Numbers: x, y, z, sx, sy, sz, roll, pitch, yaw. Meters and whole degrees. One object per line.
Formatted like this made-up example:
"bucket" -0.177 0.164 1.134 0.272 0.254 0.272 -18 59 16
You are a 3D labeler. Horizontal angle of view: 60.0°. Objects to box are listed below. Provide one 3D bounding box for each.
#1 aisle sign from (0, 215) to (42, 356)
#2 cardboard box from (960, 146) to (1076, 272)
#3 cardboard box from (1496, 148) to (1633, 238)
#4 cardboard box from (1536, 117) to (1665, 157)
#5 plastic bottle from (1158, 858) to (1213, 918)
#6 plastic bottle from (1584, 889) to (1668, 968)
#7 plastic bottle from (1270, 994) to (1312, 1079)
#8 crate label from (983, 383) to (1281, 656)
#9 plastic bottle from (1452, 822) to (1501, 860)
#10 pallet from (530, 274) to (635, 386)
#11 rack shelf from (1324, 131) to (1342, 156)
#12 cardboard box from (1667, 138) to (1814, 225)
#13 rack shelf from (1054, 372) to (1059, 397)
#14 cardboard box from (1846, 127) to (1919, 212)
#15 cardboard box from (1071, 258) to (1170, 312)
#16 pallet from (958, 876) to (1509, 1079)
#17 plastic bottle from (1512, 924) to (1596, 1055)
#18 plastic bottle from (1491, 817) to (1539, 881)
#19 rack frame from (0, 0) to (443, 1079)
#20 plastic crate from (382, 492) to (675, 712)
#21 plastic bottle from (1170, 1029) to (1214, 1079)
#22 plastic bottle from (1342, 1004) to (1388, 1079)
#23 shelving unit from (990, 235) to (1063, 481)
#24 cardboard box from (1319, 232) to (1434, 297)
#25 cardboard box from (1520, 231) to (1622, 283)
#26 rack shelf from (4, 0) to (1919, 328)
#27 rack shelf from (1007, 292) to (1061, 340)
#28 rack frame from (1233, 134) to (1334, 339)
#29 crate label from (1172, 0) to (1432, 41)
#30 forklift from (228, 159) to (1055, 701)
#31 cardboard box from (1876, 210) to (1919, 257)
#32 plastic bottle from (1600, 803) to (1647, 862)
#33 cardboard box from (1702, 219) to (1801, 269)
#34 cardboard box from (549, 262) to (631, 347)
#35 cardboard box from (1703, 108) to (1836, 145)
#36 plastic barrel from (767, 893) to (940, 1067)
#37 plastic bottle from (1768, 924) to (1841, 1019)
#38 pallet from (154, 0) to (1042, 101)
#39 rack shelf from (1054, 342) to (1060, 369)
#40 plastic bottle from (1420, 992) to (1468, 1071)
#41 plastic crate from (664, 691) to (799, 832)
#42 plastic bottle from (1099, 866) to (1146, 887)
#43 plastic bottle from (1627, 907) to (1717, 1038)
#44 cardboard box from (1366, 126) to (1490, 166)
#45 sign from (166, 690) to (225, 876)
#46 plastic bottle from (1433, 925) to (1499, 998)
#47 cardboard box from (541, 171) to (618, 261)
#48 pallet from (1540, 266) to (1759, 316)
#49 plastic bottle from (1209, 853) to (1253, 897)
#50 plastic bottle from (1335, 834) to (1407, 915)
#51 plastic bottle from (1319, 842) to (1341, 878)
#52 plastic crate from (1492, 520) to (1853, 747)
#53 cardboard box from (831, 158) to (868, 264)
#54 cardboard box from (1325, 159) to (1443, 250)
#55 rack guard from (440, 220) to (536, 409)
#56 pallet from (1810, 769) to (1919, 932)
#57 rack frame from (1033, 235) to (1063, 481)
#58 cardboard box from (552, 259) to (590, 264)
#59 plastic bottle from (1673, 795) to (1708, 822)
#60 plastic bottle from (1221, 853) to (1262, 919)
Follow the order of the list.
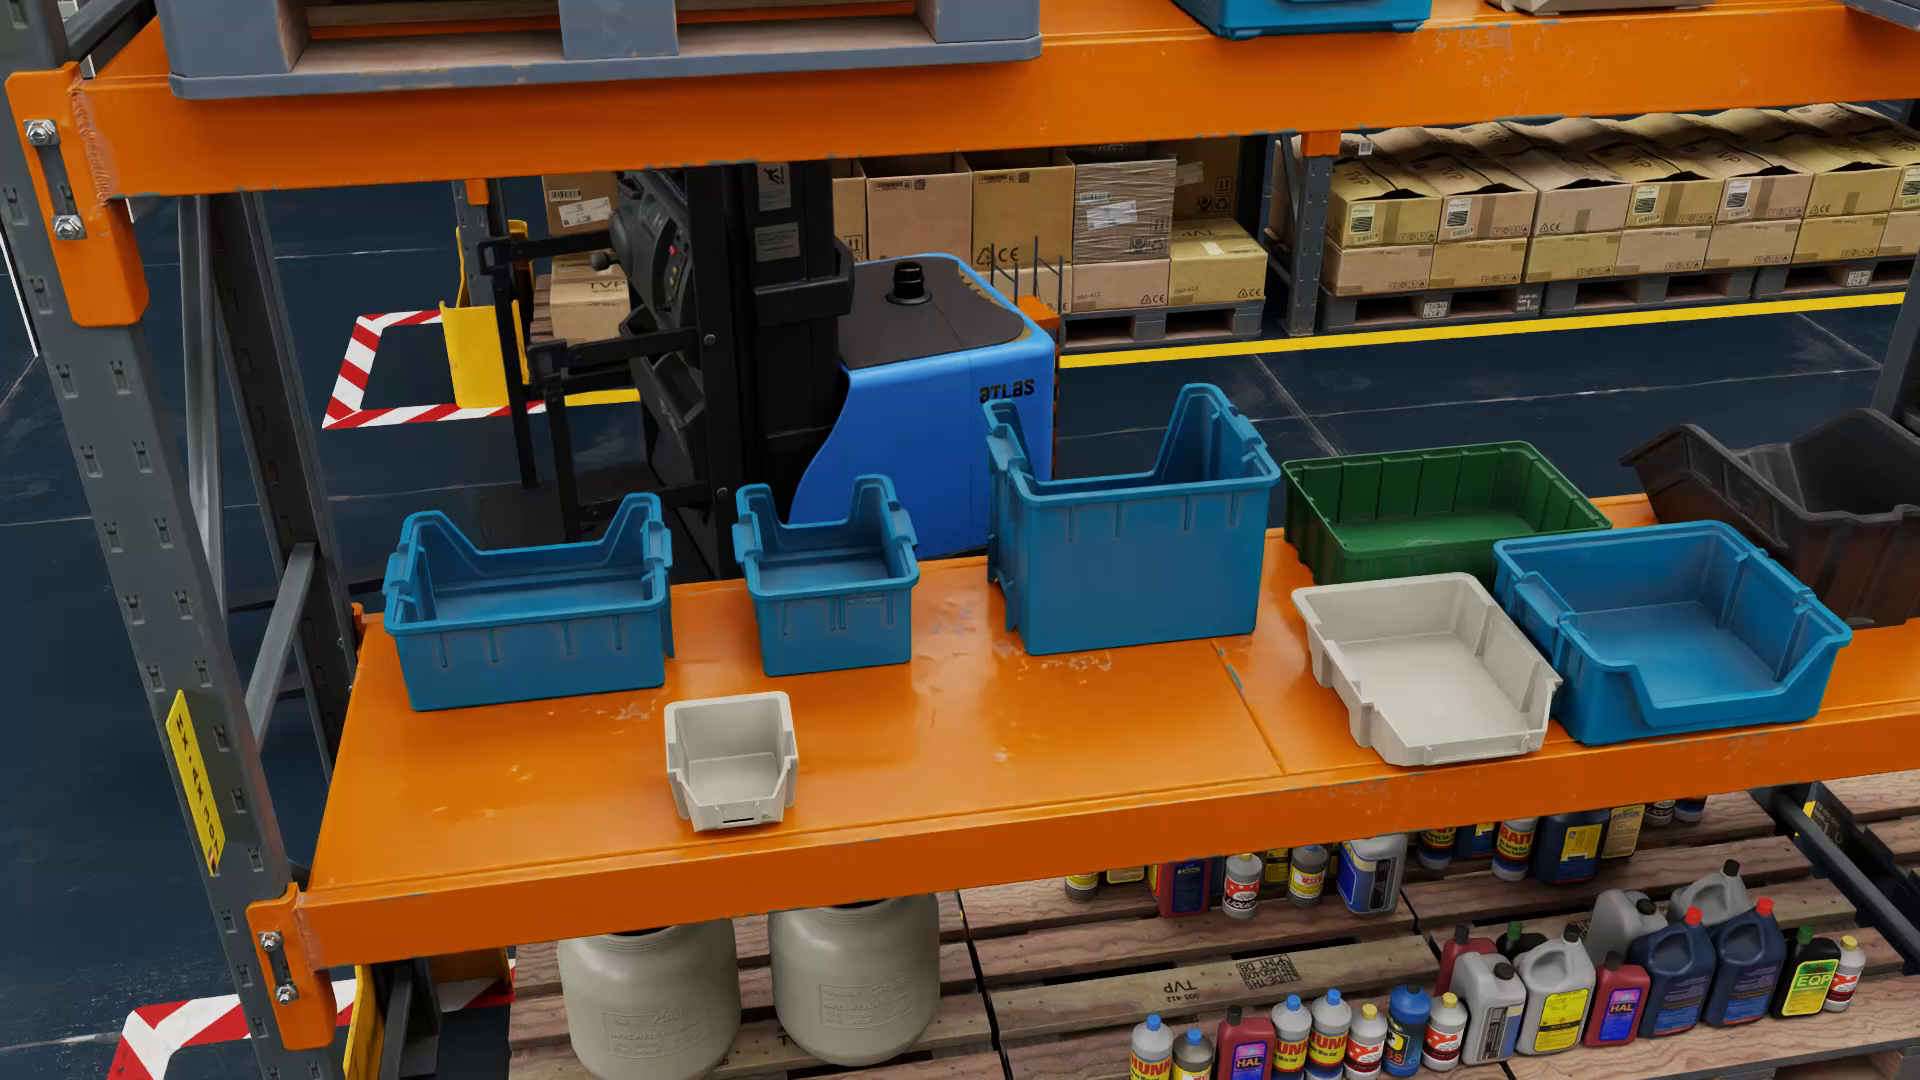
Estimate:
"aisle sign" -1.405 -0.710 2.433 0.004 0.787 0.394 -5 31 -9
"cardboard box" 0.258 -1.657 8.168 0.500 0.500 0.500 -5 31 -9
"cardboard box" 3.113 -1.819 8.629 0.500 0.311 0.500 -6 31 -11
"cardboard box" 3.503 -2.133 9.164 0.500 0.311 0.500 -6 31 -10
"plastic bottle" 0.614 0.897 4.511 0.133 0.283 0.061 -5 31 -9
"plastic bottle" 1.726 1.026 4.299 0.135 0.276 0.152 -5 31 -9
"plastic bottle" 0.790 1.203 4.002 0.097 0.271 0.097 0 30 0
"crate label" 0.375 -0.060 3.858 0.616 0.435 0.502 -5 31 -9
"plastic bottle" 1.494 0.729 4.730 0.185 0.351 0.144 -7 31 -11
"pallet" -1.530 -1.101 8.413 1.213 0.211 1.003 -5 31 -9
"rack shelf" 3.627 -2.450 8.666 4.000 0.370 1.077 -5 31 -9
"cardboard box" 4.116 -1.914 8.790 0.500 0.311 0.500 -5 31 -9
"rack shelf" 0.250 -0.640 6.506 0.180 0.103 0.258 -12 33 -20
"cardboard box" 5.123 -2.009 8.953 0.500 0.311 0.500 -5 31 -8
"cardboard box" 0.749 -1.381 8.437 0.500 0.250 0.500 -5 31 -9
"pallet" 0.677 1.249 4.418 1.213 0.211 1.003 -5 31 -9
"plastic bottle" 1.460 1.095 4.108 0.185 0.351 0.144 -5 31 -9
"plastic bottle" 1.558 0.820 4.654 0.097 0.271 0.097 0 30 0
"rack frame" -1.387 0.258 3.352 0.127 3.000 1.000 -5 31 -9
"plastic crate" -0.948 0.127 3.721 0.616 0.251 0.499 -5 31 -9
"plastic bottle" 0.555 1.255 3.983 0.097 0.201 0.097 0 30 0
"plastic bottle" 0.986 1.215 4.051 0.097 0.201 0.097 0 30 0
"shelving unit" 0.250 -0.575 6.544 0.189 1.200 0.258 -12 33 -20
"cardboard box" 2.101 -1.486 8.616 0.500 0.250 0.500 -6 31 -10
"cardboard box" 3.113 -1.581 8.777 0.500 0.250 0.500 -6 31 -10
"rack shelf" 0.581 -0.907 3.084 4.000 0.370 1.077 -5 31 -9
"rack shelf" 0.250 -0.847 6.384 0.180 0.103 0.258 -12 33 -20
"rack frame" 1.660 -2.577 8.173 0.127 3.000 1.000 -5 31 -9
"crate label" 0.514 -0.977 2.639 0.408 0.251 0.502 -5 31 -9
"forklift" -1.215 -0.979 5.523 3.031 2.935 1.130 -12 33 -20
"cardboard box" 5.120 -1.768 9.096 0.500 0.250 0.500 -5 31 -8
"plastic bottle" 1.862 0.781 4.708 0.133 0.283 0.061 -5 31 -9
"cardboard box" 4.119 -1.675 8.938 0.500 0.250 0.500 -5 31 -8
"cardboard box" -1.708 -1.146 8.037 0.500 0.250 0.500 -5 31 -9
"cardboard box" 4.511 -2.226 9.322 0.500 0.311 0.500 -6 31 -10
"plastic barrel" -0.260 1.006 4.121 0.421 0.512 0.421 0 30 0
"plastic bottle" 2.134 1.083 4.195 0.133 0.283 0.061 -4 31 -6
"pallet" -0.555 -0.980 2.685 1.213 0.211 1.003 -5 31 -9
"rack shelf" 0.250 -0.744 6.445 0.180 0.103 0.258 -12 33 -20
"plastic bottle" 1.188 1.196 4.083 0.097 0.201 0.097 0 30 0
"plastic crate" -0.448 0.451 3.285 0.250 0.136 0.298 -5 31 -9
"plastic bottle" 0.453 0.833 4.619 0.133 0.283 0.061 -5 31 -8
"plastic bottle" 1.778 1.065 4.158 0.185 0.351 0.144 -7 31 -11
"cardboard box" 2.517 -2.045 9.014 0.500 0.311 0.500 -4 31 -8
"sign" -1.292 0.414 2.814 0.005 0.325 0.100 -5 31 -9
"plastic bottle" 1.280 1.084 4.194 0.133 0.283 0.061 -5 31 -9
"cardboard box" -1.801 -1.728 8.288 0.500 0.500 0.500 -5 31 -9
"pallet" 3.580 -1.575 9.220 1.213 0.211 1.003 -5 31 -9
"plastic bottle" 0.730 0.834 4.625 0.135 0.276 0.152 -6 31 -10
"plastic bottle" 1.127 0.872 4.561 0.135 0.276 0.152 -5 31 -9
"plastic bottle" 1.075 0.768 4.664 0.185 0.351 0.144 -6 31 -9
"plastic crate" 1.508 0.193 3.608 0.616 0.251 0.499 -5 31 -9
"cardboard box" -0.727 -1.568 8.015 0.500 0.500 0.500 -5 31 -9
"cardboard box" 2.111 -1.728 8.475 0.500 0.311 0.500 -5 31 -9
"rack guard" -2.299 -1.132 8.182 0.348 0.500 1.175 -5 31 -9
"pallet" 3.313 1.004 4.834 1.213 0.211 1.003 -5 31 -9
"rack frame" 0.334 -0.593 6.575 0.006 1.200 0.240 -12 33 -20
"cardboard box" -1.801 -1.404 8.477 0.500 0.250 0.500 -5 31 -9
"plastic bottle" 2.156 0.690 4.875 0.097 0.271 0.097 0 30 0
"plastic bottle" 0.771 0.927 4.541 0.097 0.201 0.097 0 30 0
